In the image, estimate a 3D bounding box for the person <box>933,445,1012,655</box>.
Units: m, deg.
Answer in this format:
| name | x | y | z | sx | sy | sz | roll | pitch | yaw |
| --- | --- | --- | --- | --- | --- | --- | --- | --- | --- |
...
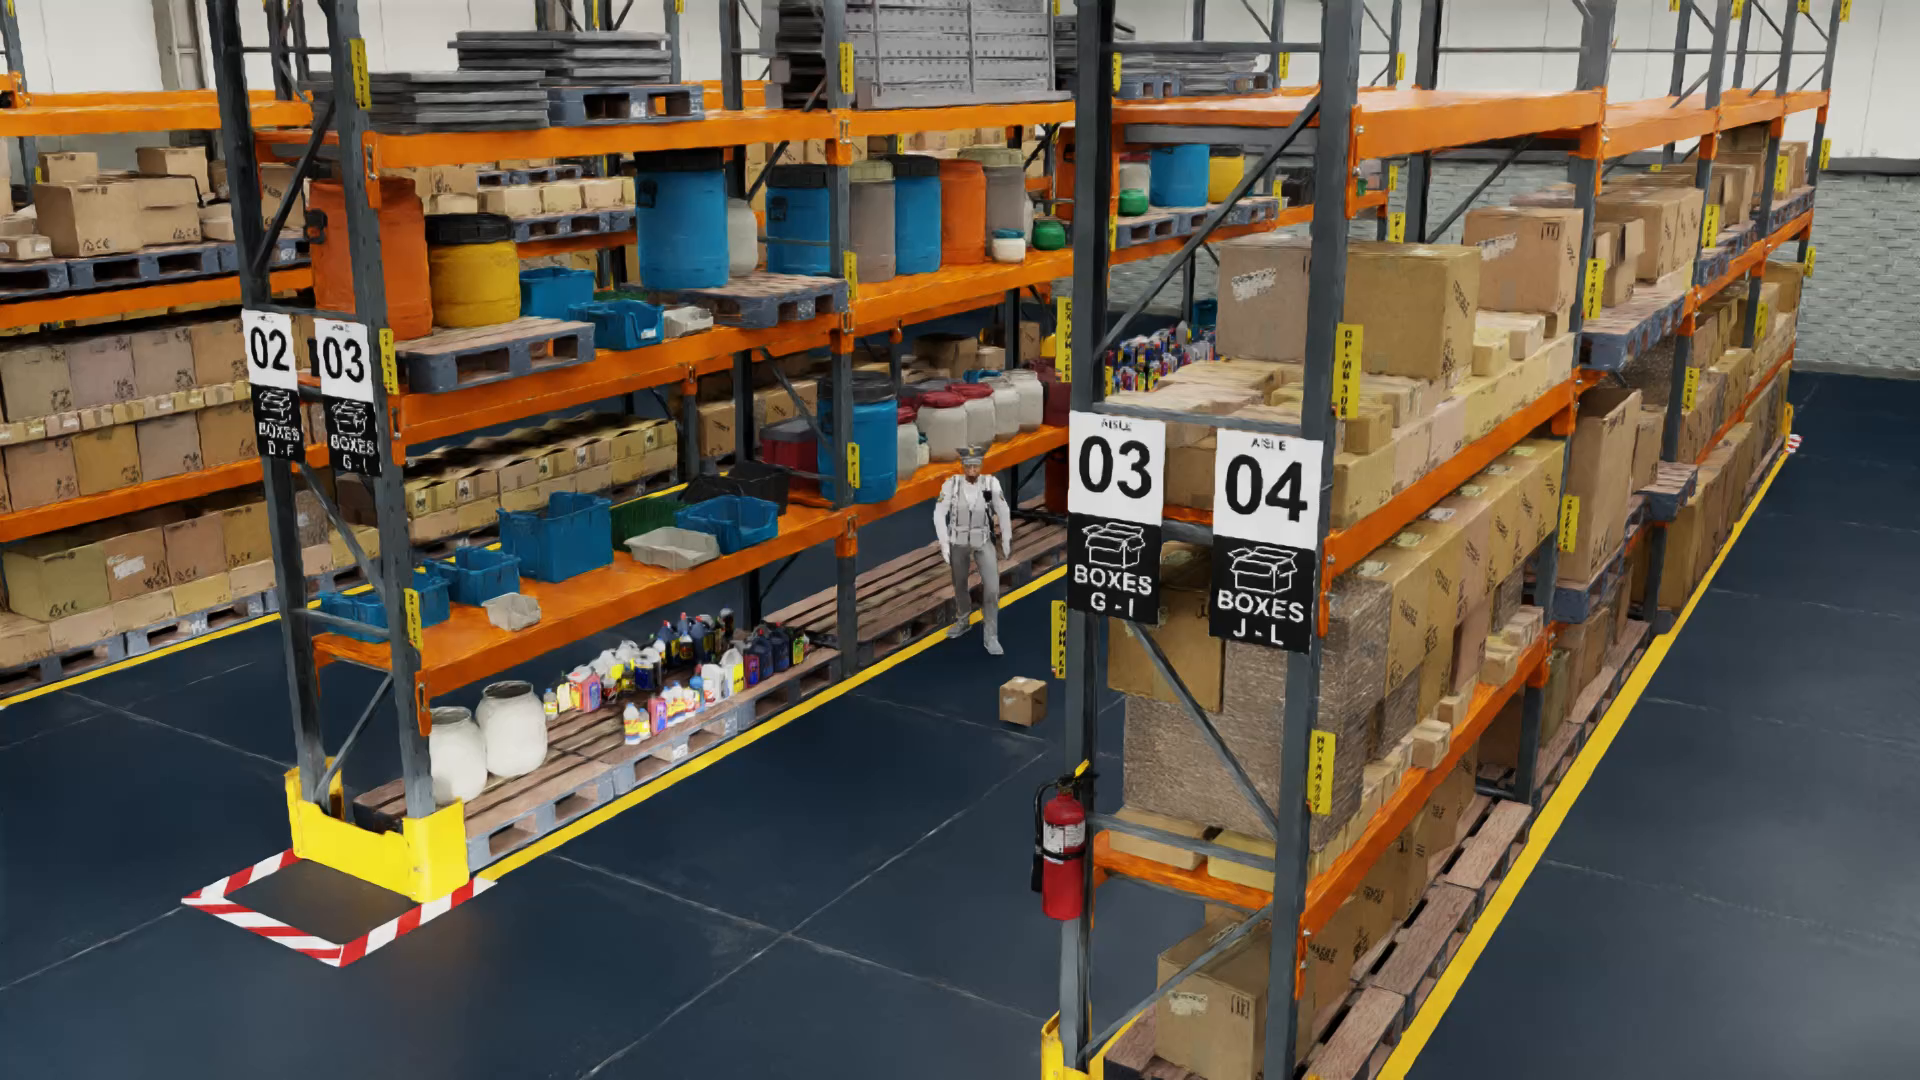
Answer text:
| name | x | y | z | sx | sy | sz | roll | pitch | yaw |
| --- | --- | --- | --- | --- | --- | --- | --- | --- | --- |
| person | 0.088 | 0.034 | 12.921 | 0.590 | 1.632 | 0.699 | 2 | 16 | 6 |
